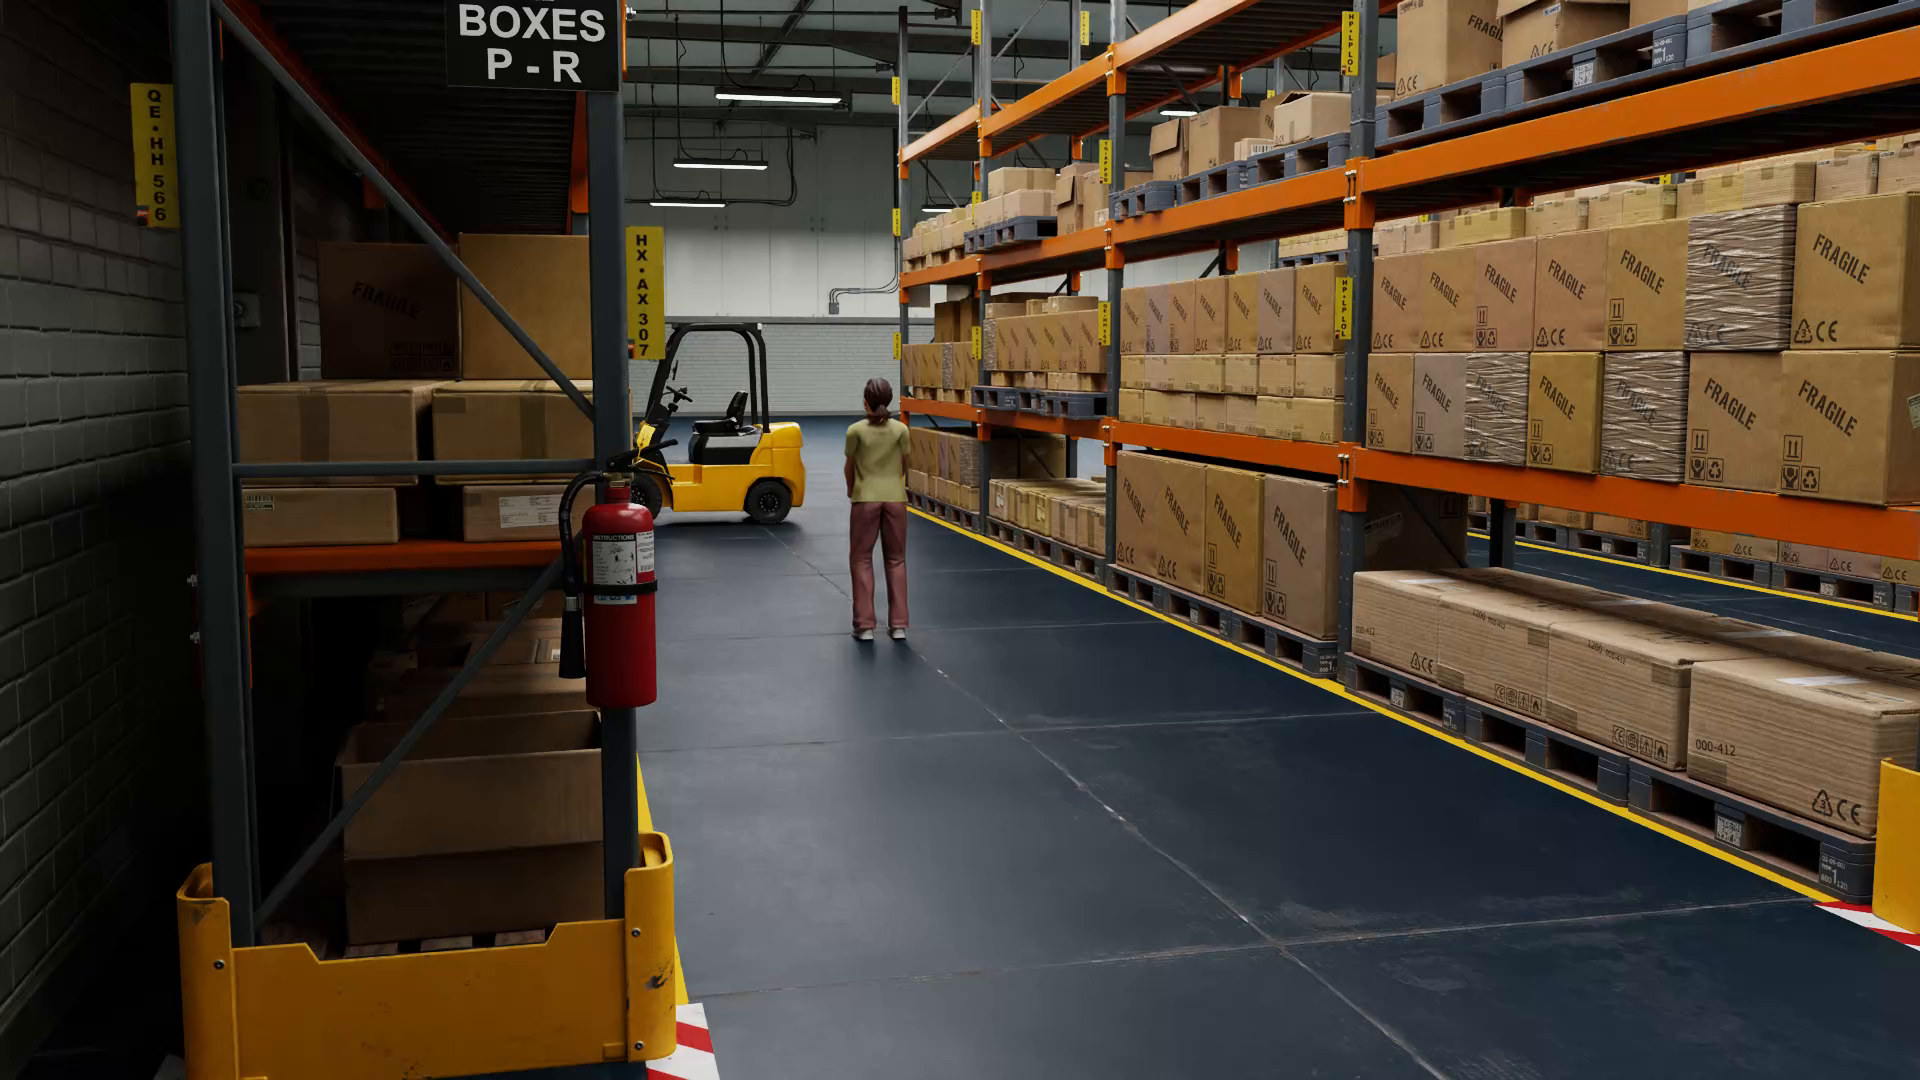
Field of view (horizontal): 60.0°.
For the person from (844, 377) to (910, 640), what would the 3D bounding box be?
[{"bbox_3d":[-0.536,-0.206,10.599,0.426,1.662,0.561,-1,6,-13],"label":"person"}]
